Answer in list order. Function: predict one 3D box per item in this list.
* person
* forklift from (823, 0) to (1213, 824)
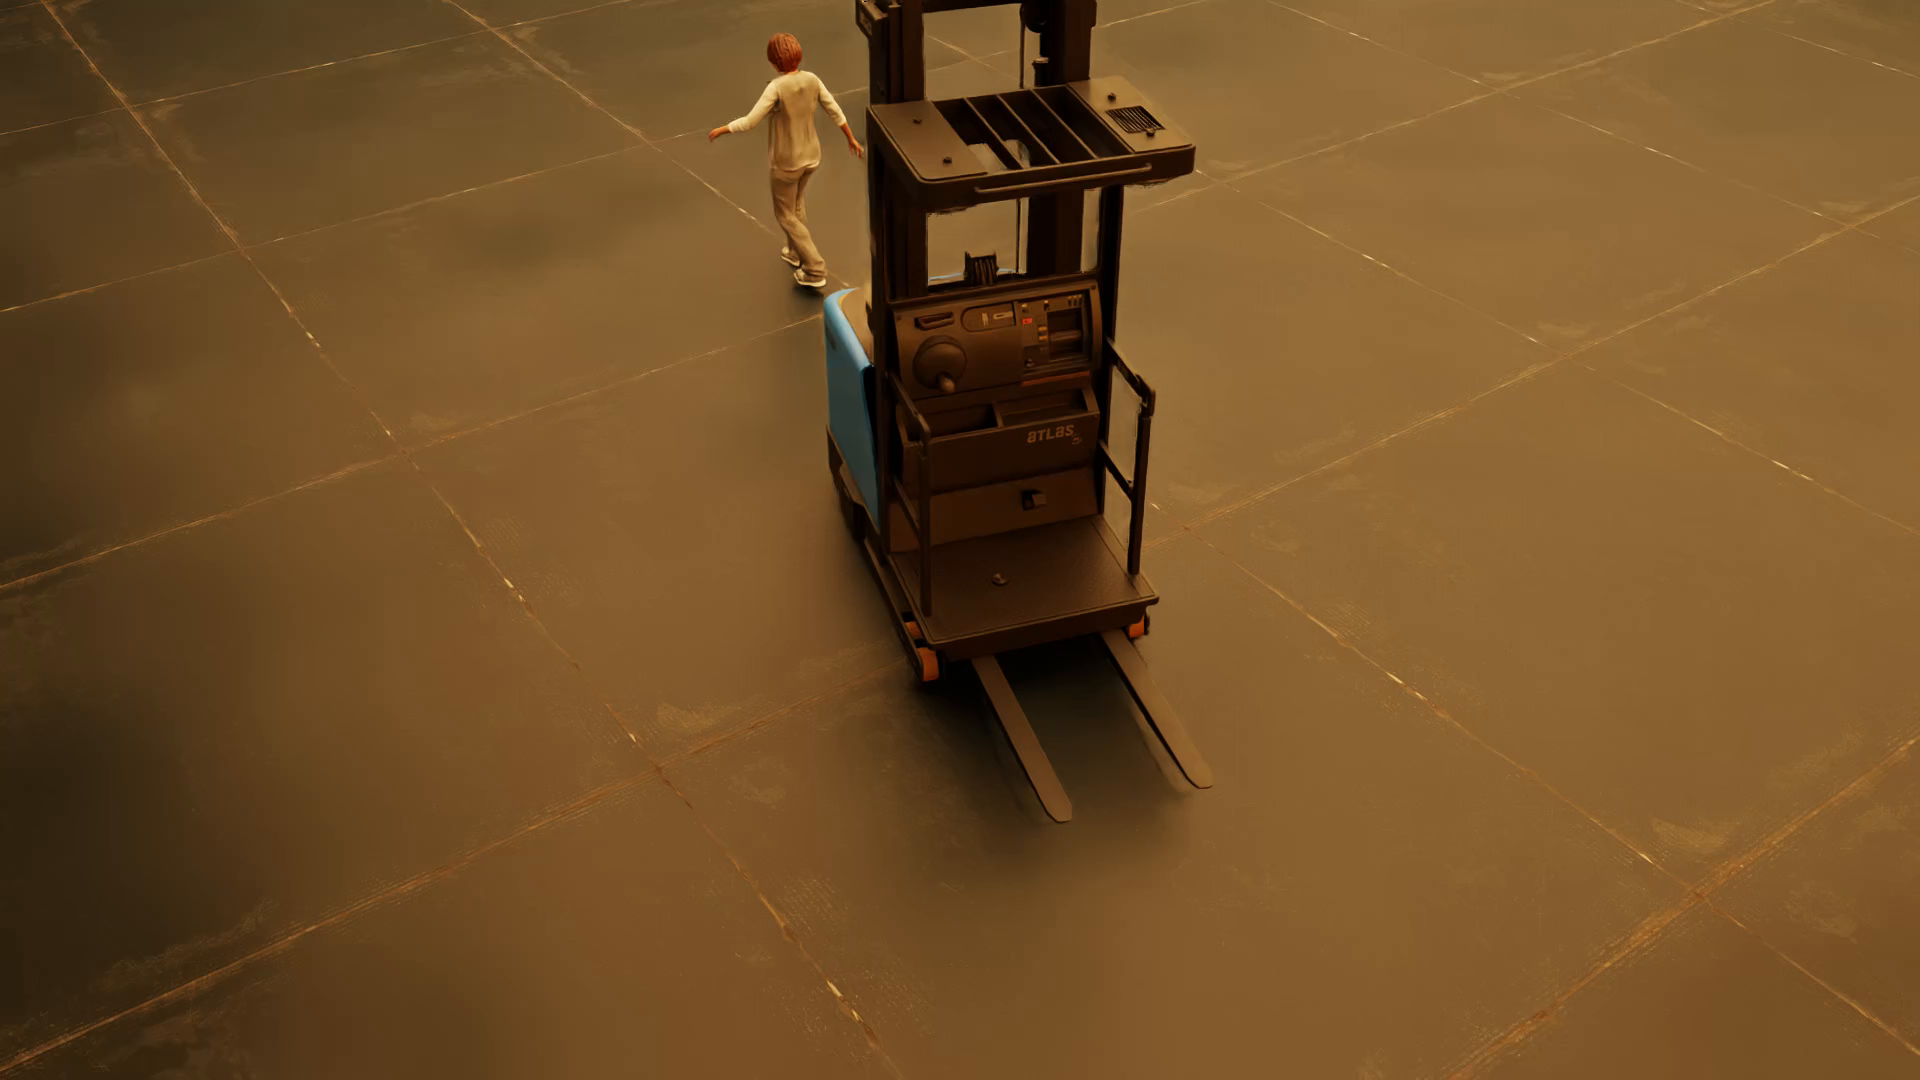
[{"bbox_3d":[-1.027,-2.354,10.286,0.812,1.574,0.703,-30,46,-34],"label":"person"},{"bbox_3d":[0.238,-0.805,7.033,1.130,2.935,3.031,-11,38,-14],"label":"forklift"}]
